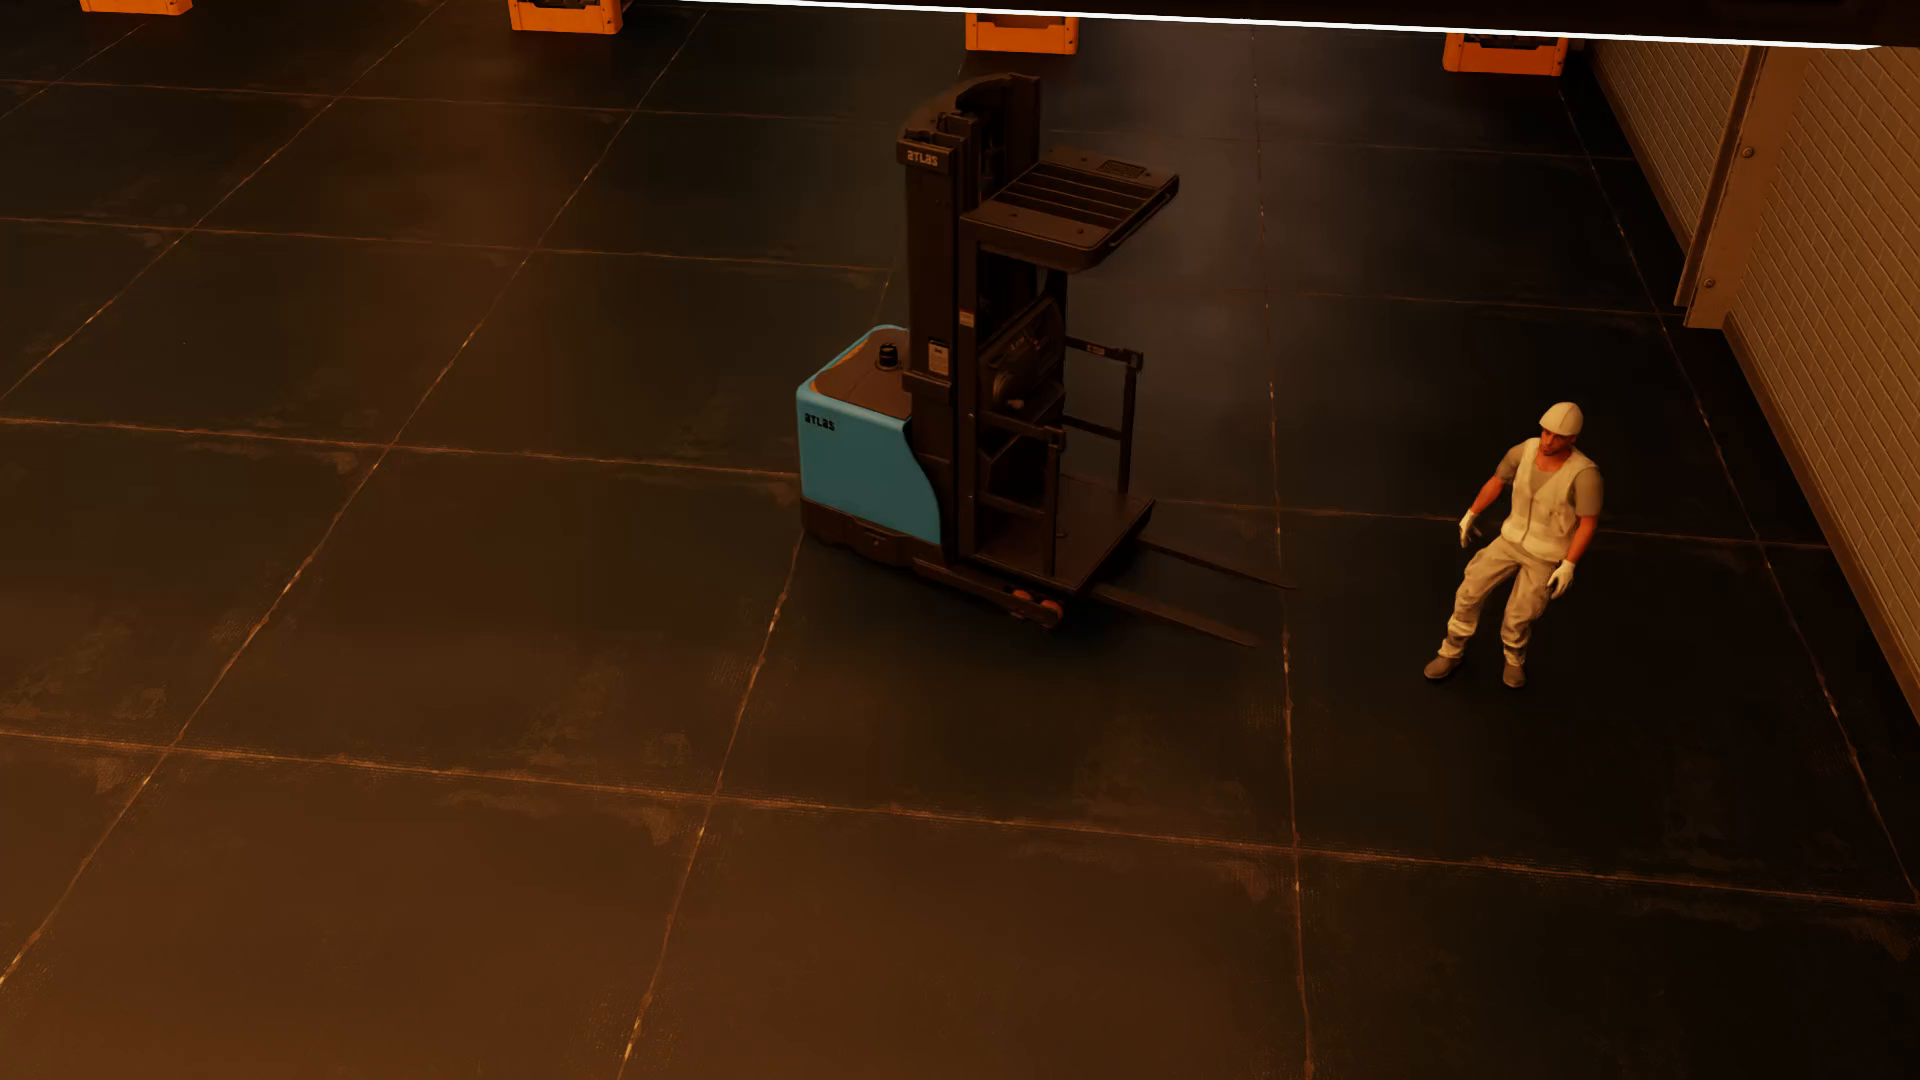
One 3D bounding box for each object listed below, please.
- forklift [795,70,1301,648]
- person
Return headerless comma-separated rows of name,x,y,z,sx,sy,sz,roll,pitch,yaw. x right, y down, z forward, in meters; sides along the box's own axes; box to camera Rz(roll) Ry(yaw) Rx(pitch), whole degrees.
forklift,0.531,-1.022,9.416,3.031,2.935,1.130,19,40,24
person,2.975,0.056,8.963,0.634,1.749,0.738,-25,43,-29
